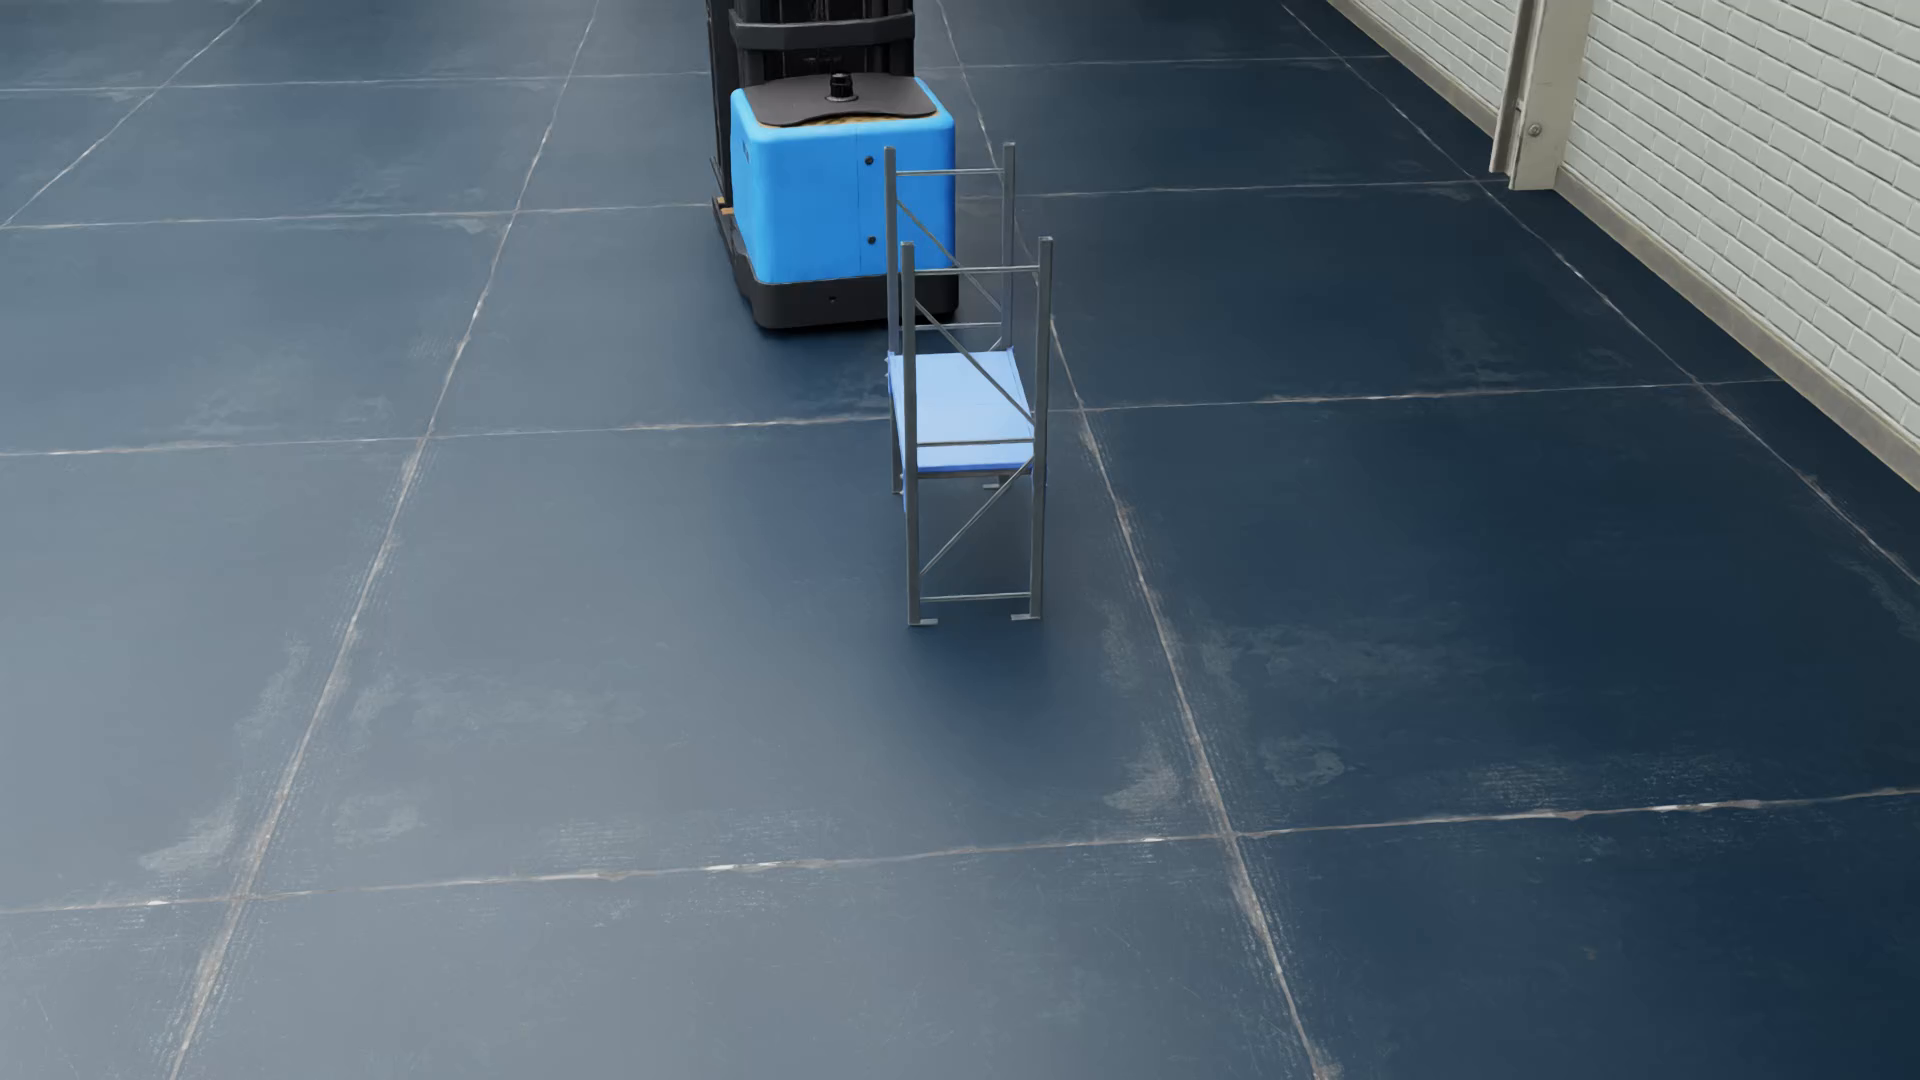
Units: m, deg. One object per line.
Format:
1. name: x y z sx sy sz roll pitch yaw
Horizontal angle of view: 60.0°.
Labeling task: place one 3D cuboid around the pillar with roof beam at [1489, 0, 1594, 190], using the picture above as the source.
1. pillar with roof beam: -0.696 -5.956 7.947 9.100 9.000 0.400 -3 31 -5

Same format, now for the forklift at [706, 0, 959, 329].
1. forklift: -0.850 -3.068 9.029 1.130 2.935 3.031 -7 32 -12

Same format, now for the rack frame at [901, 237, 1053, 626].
1. rack frame: 0.055 -0.341 5.858 0.500 1.500 0.032 -3 31 -5

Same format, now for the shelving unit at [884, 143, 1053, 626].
1. shelving unit: 0.008 -0.600 6.292 0.538 1.500 1.048 -3 31 -5

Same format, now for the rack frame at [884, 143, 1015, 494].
1. rack frame: -0.040 -0.860 6.727 0.500 1.500 0.032 -3 31 -5

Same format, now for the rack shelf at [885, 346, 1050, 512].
1. rack shelf: 0.008 -0.446 6.385 0.538 0.185 1.000 -3 31 -5
